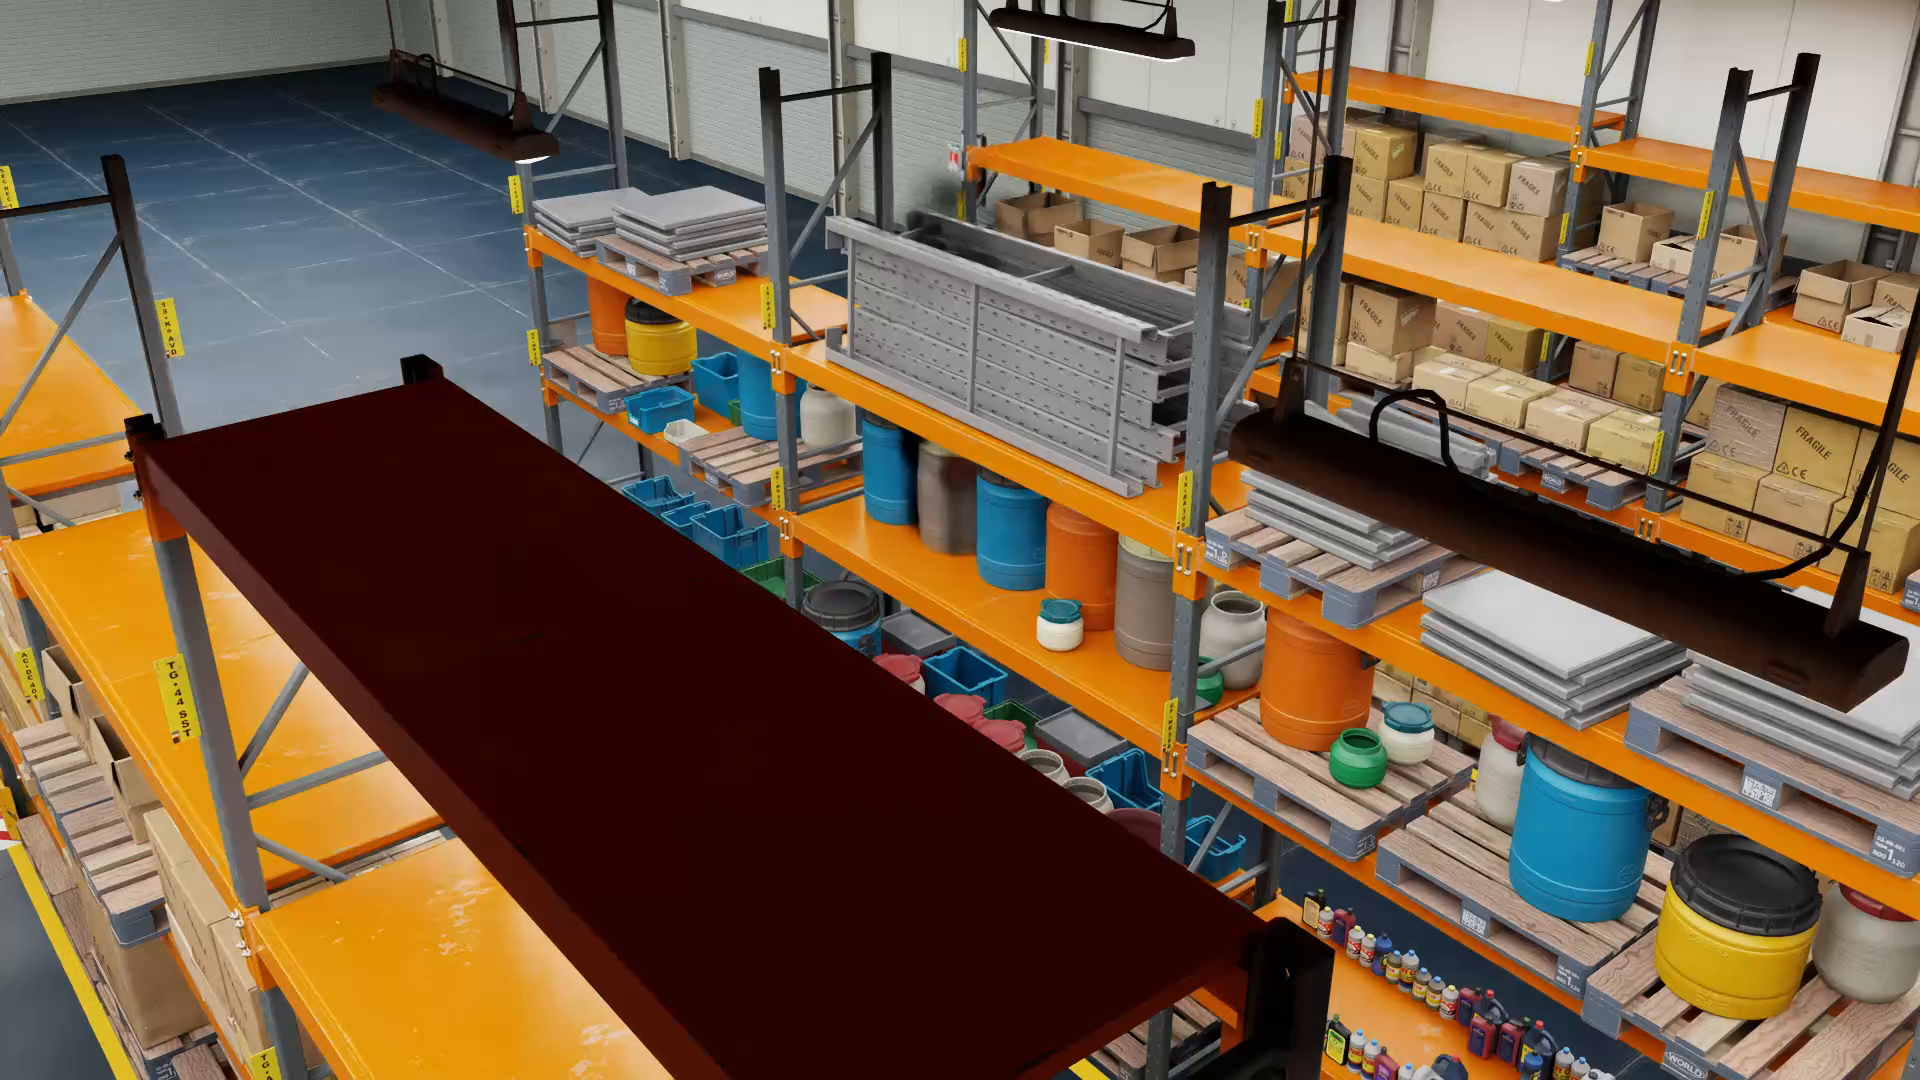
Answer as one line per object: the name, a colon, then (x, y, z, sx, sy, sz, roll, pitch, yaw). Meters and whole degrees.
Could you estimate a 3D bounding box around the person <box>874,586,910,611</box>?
person: (-0.579, 0.120, 15.851, 0.597, 1.660, 0.690, 18, 31, 33)
